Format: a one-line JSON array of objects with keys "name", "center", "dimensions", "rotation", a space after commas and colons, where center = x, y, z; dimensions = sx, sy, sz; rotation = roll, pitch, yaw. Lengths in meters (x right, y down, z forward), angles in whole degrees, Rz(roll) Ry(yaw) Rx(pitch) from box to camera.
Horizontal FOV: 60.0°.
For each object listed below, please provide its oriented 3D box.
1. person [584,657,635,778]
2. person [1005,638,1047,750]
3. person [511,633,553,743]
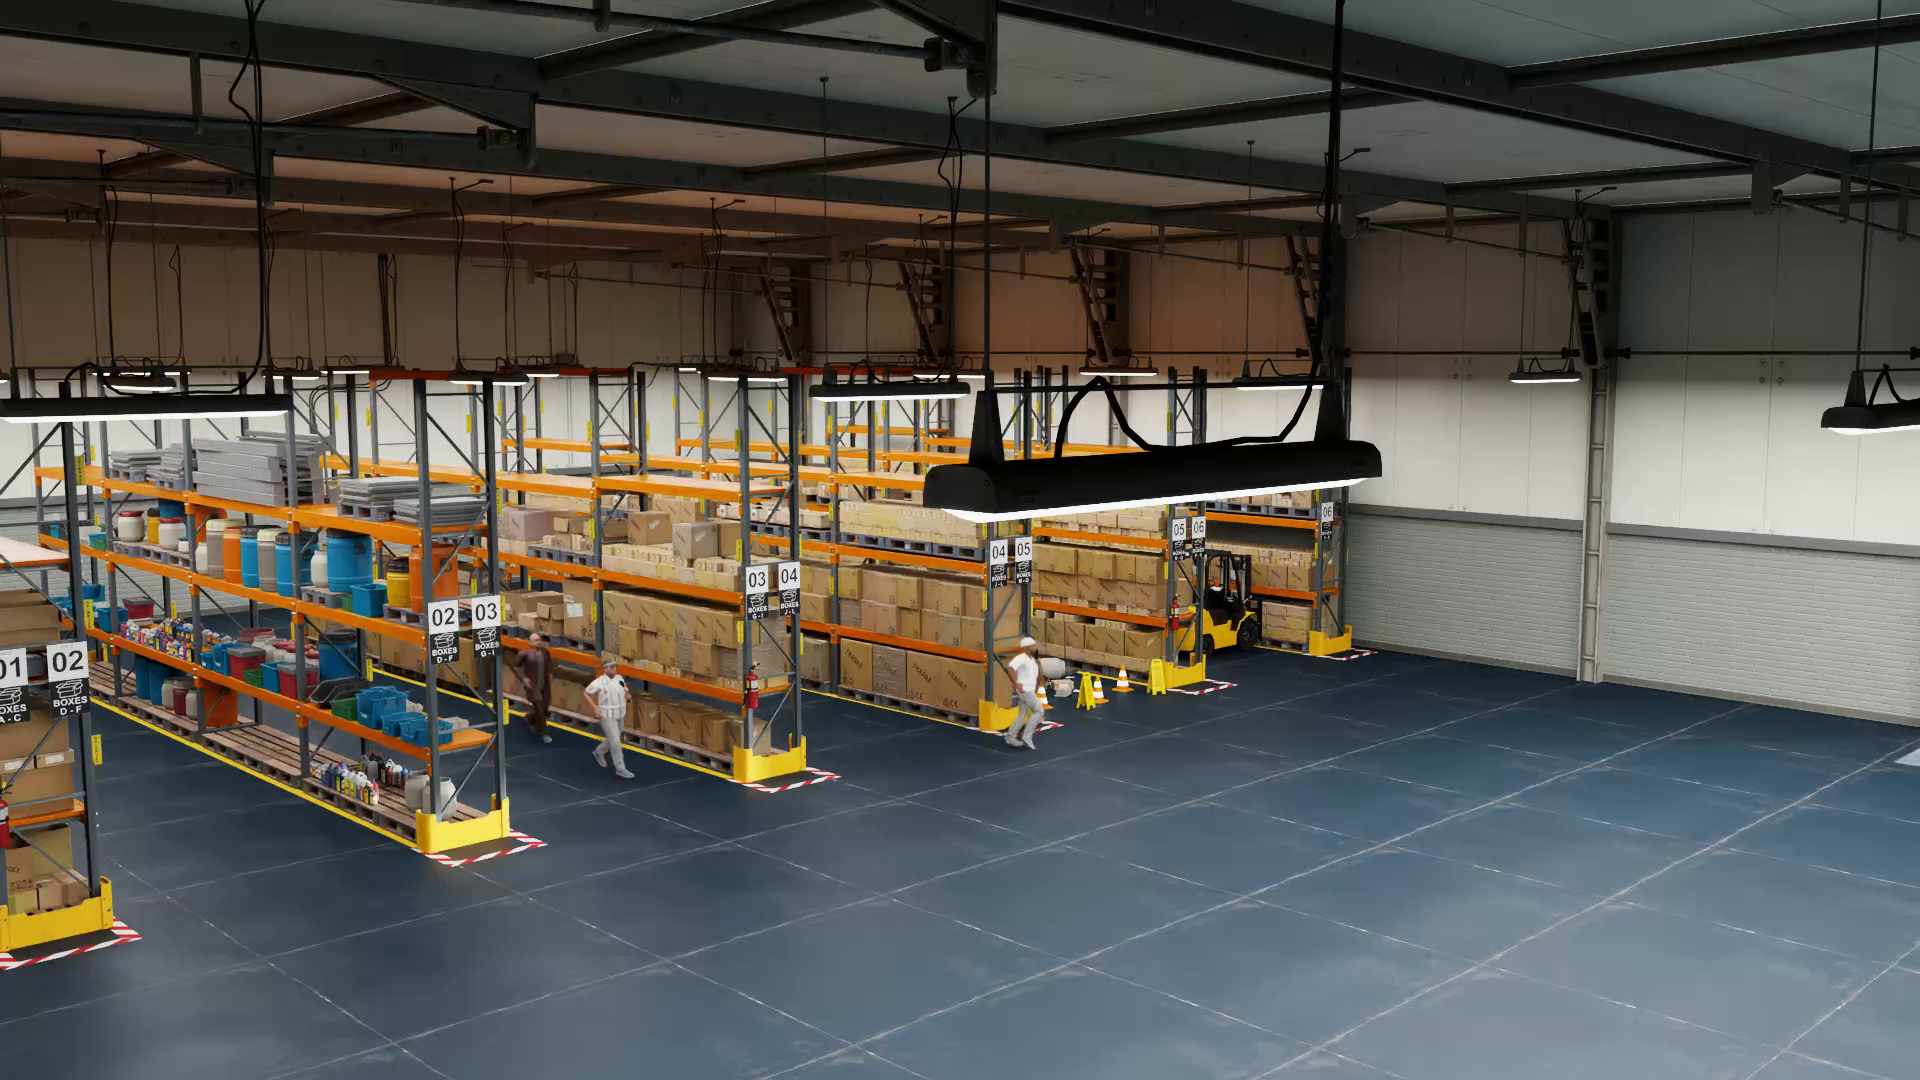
[{"name": "person", "center": [-5.210, 2.625, 24.893], "dimensions": [0.969, 1.761, 0.663], "rotation": [4, 8, 34]}, {"name": "person", "center": [1.070, 2.455, 26.808], "dimensions": [0.674, 1.761, 0.700], "rotation": [1, 7, 8]}, {"name": "person", "center": [-6.896, 2.395, 27.092], "dimensions": [0.794, 1.760, 0.720], "rotation": [6, 9, 43]}]
